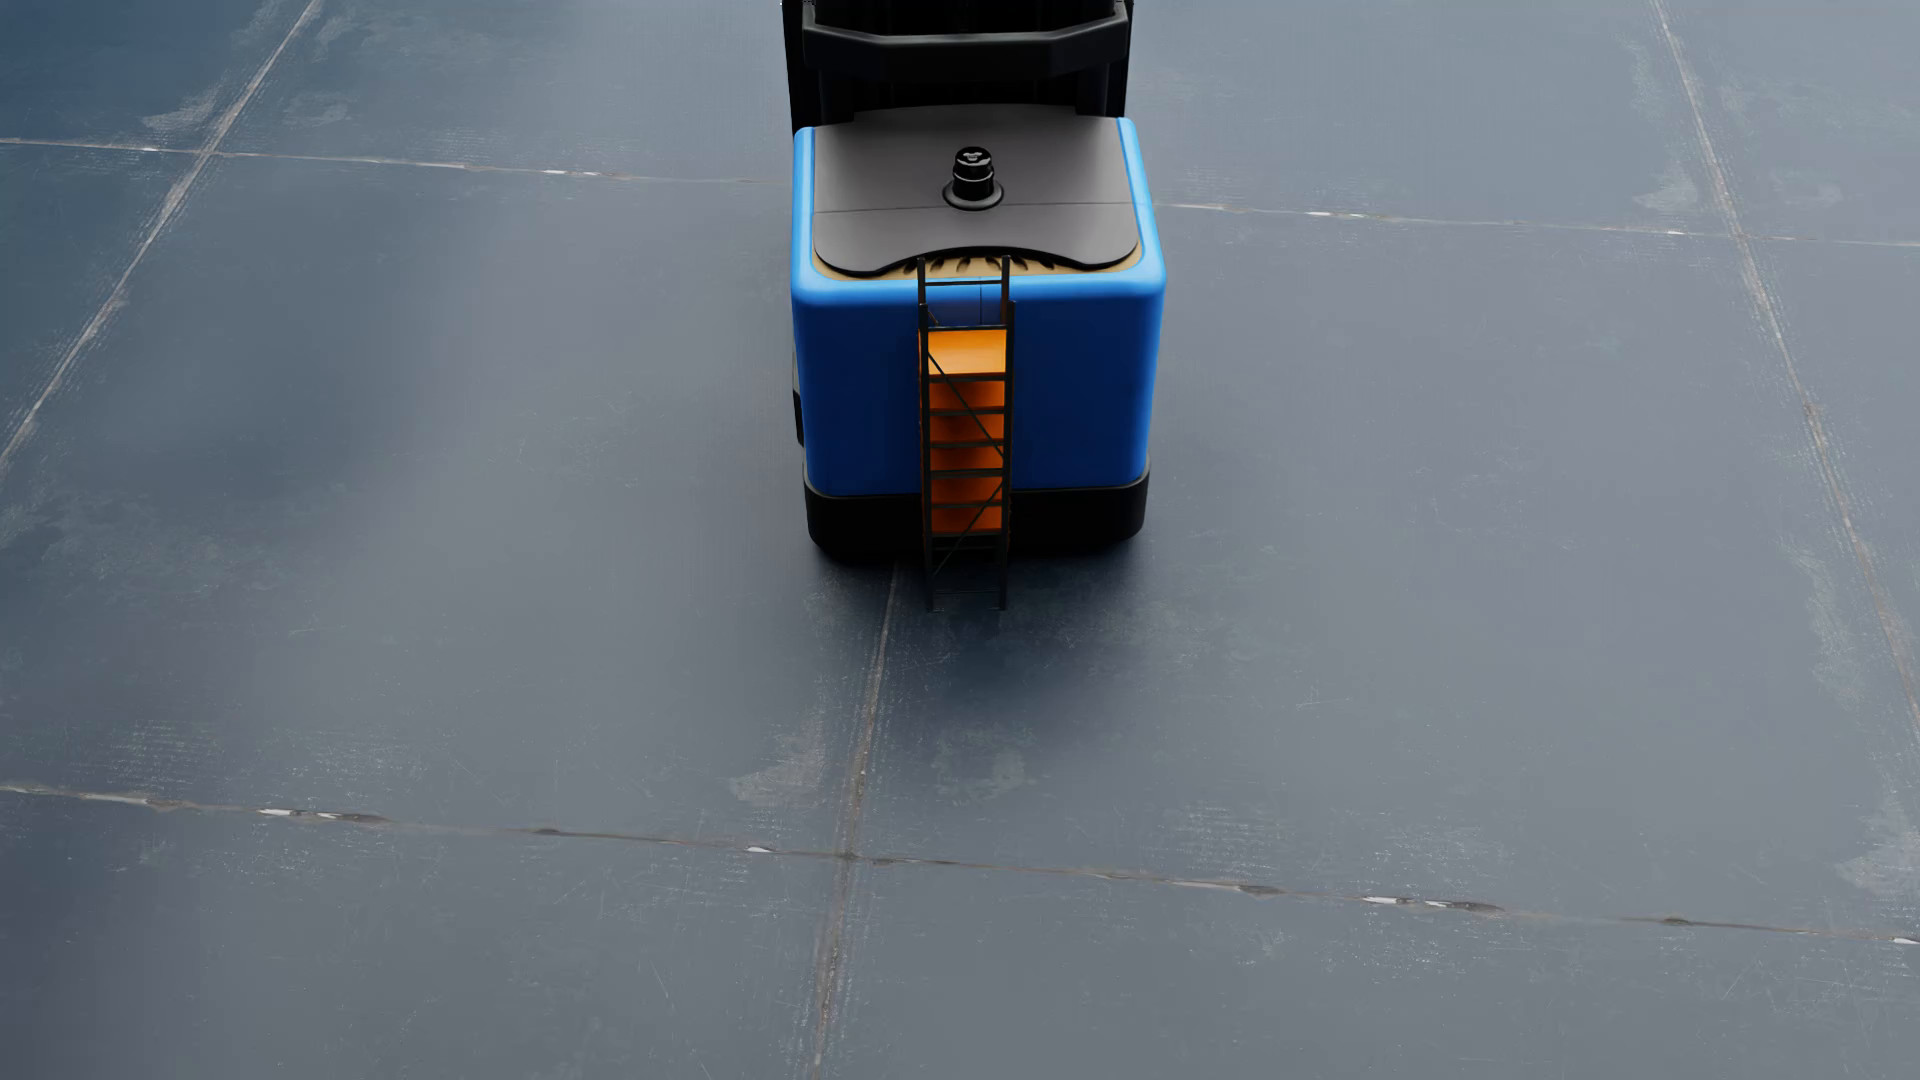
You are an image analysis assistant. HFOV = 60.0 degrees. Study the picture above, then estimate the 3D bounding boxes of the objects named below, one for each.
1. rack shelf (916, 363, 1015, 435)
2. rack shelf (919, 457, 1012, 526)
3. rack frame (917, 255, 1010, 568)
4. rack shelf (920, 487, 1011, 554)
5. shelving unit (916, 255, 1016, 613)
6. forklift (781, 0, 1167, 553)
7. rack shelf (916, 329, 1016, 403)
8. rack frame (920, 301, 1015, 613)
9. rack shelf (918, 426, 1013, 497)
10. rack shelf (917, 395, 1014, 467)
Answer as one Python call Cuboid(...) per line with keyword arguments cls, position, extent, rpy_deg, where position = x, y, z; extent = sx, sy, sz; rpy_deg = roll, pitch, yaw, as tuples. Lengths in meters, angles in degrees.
Cuboid(cls="rack shelf", position=(0.014, -0.389, 4.527), extent=(0.258, 0.103, 0.180), rpy_deg=(-2, 48, -2))
Cuboid(cls="rack shelf", position=(0.014, -0.146, 4.793), extent=(0.258, 0.103, 0.180), rpy_deg=(-2, 48, -2))
Cuboid(cls="rack frame", position=(0.009, -0.324, 4.733), extent=(0.240, 1.200, 0.006), rpy_deg=(-2, 48, -2))
Cuboid(cls="rack shelf", position=(0.014, -0.065, 4.882), extent=(0.258, 0.103, 0.180), rpy_deg=(-2, 48, -2))
Cuboid(cls="shelving unit", position=(0.014, -0.257, 4.672), extent=(0.258, 1.200, 0.189), rpy_deg=(-2, 48, -2))
Cuboid(cls="forklift", position=(-0.020, -2.033, 5.123), extent=(1.130, 2.935, 3.031), rpy_deg=(-2, 48, -2))
Cuboid(cls="rack shelf", position=(0.014, -0.470, 4.439), extent=(0.258, 0.103, 0.180), rpy_deg=(-2, 48, -2))
Cuboid(cls="rack frame", position=(0.019, -0.189, 4.610), extent=(0.240, 1.200, 0.006), rpy_deg=(-2, 48, -2))
Cuboid(cls="rack shelf", position=(0.014, -0.227, 4.704), extent=(0.258, 0.103, 0.180), rpy_deg=(-2, 48, -2))
Cuboid(cls="rack shelf", position=(0.014, -0.308, 4.616), extent=(0.258, 0.103, 0.180), rpy_deg=(-2, 48, -2))
